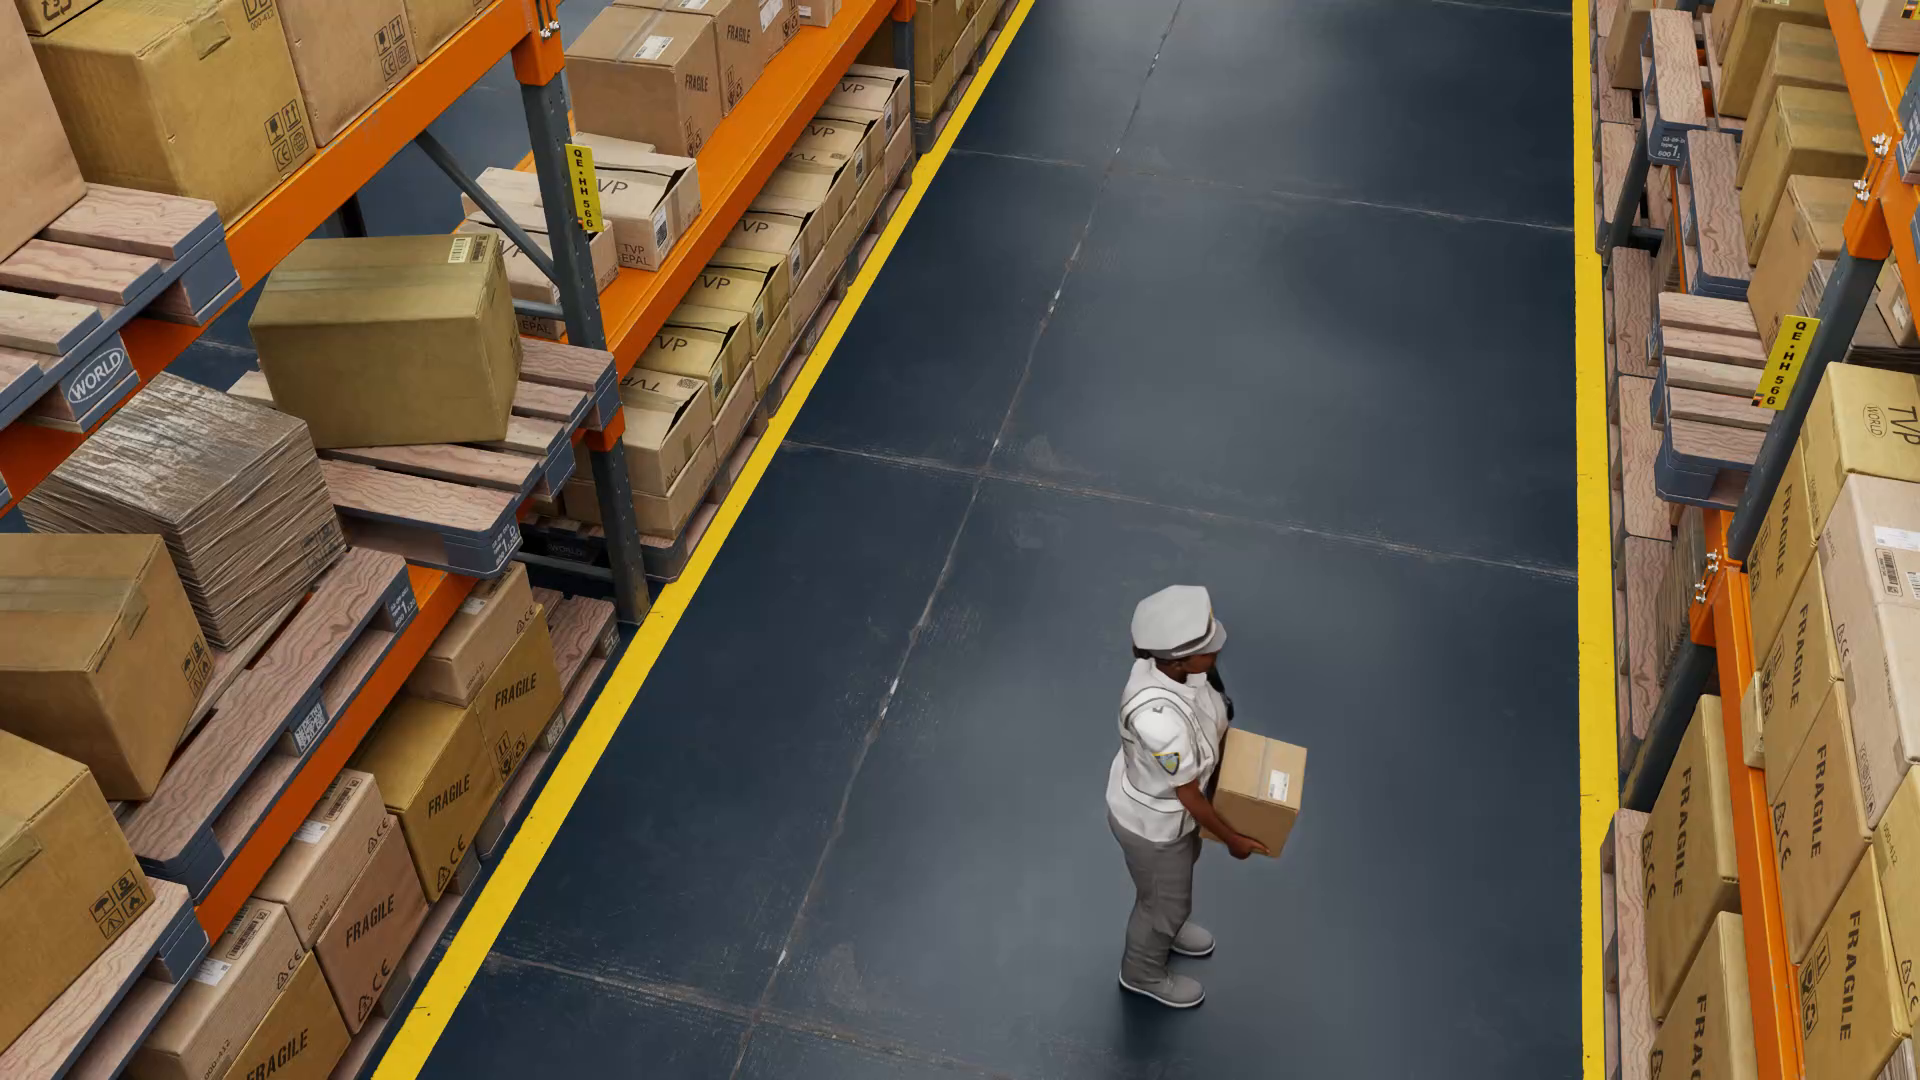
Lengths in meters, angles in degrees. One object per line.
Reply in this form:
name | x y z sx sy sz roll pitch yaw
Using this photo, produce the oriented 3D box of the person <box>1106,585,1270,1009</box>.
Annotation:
person | 0.720 0.826 5.202 0.521 1.691 0.424 10 42 11
